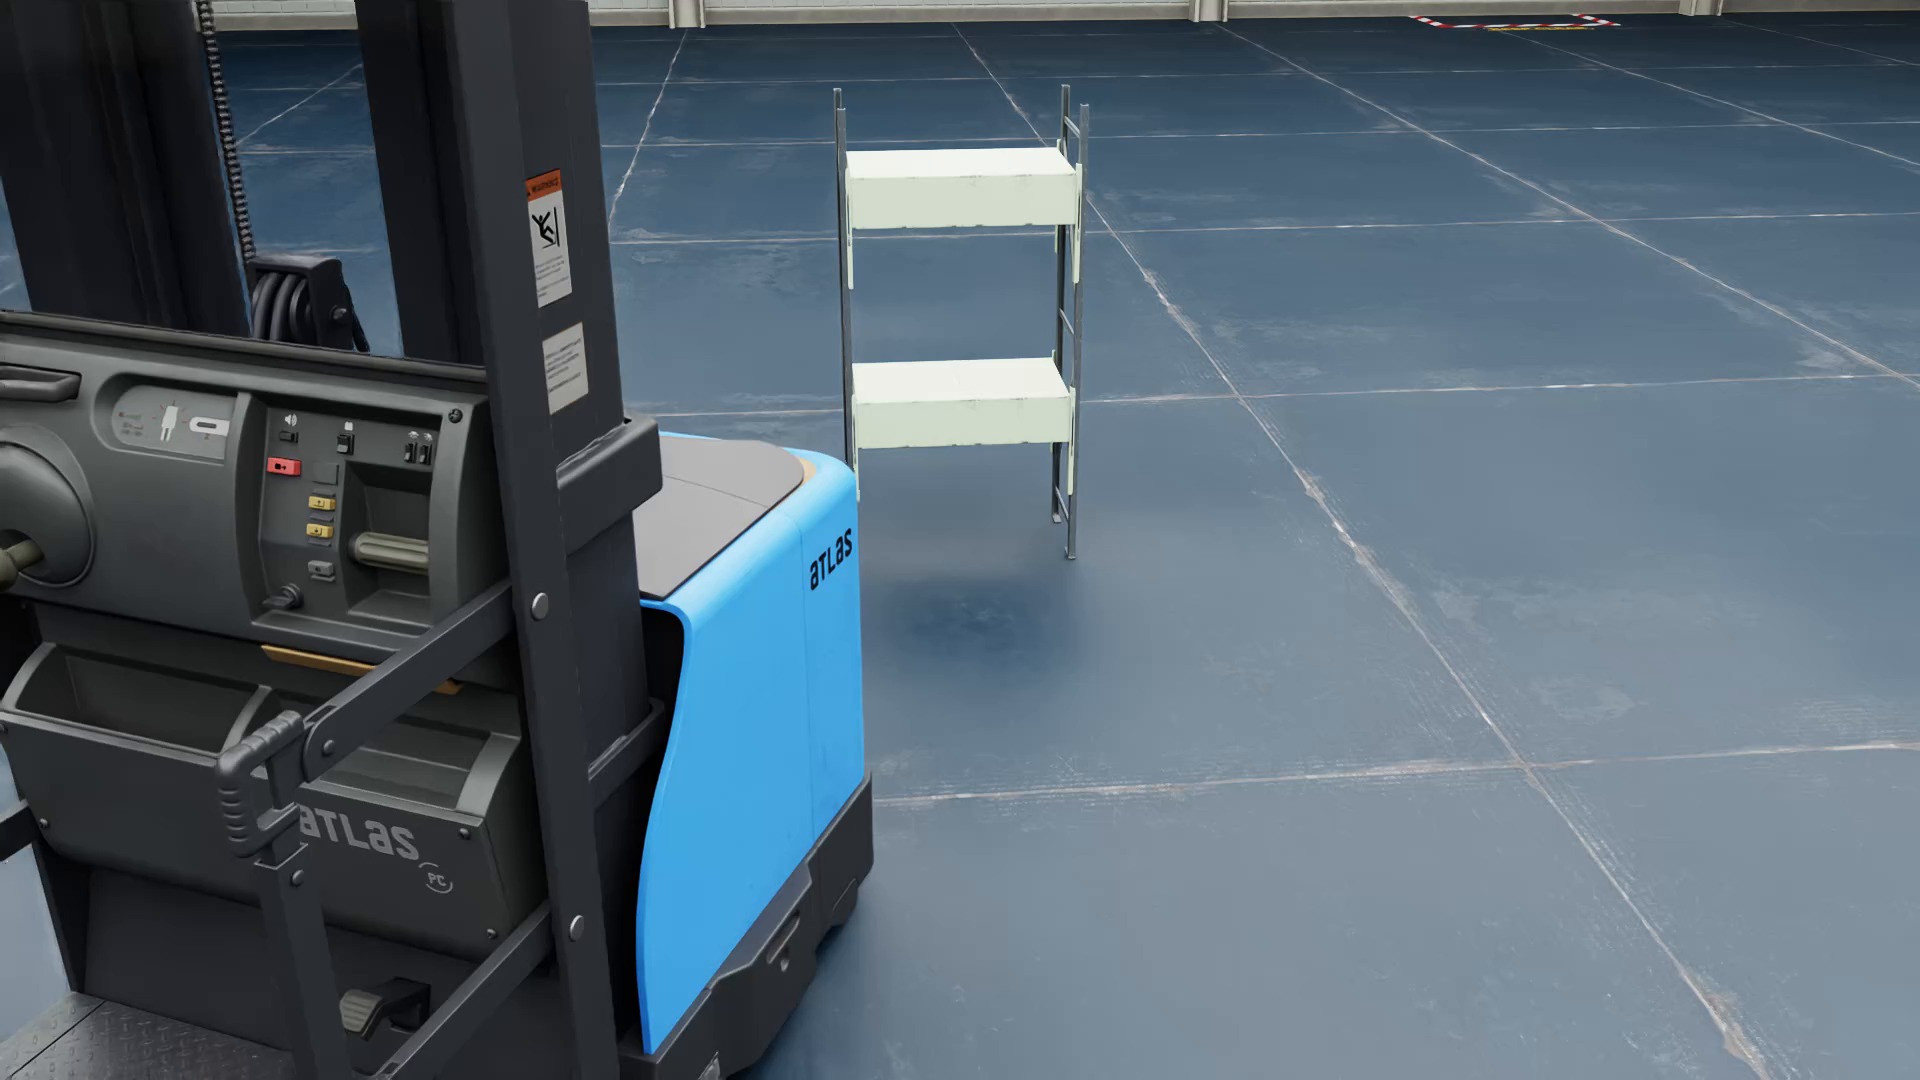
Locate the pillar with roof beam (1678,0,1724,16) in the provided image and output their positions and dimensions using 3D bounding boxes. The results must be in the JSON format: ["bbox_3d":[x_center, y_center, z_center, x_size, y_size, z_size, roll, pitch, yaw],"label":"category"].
[{"bbox_3d":[9.283,-8.676,14.190,0.400,9.000,9.100,-2,24,-5],"label":"pillar with roof beam"}]

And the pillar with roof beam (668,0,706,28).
[{"bbox_3d":[-2.659,-8.197,13.112,0.400,9.000,9.100,-2,24,-5],"label":"pillar with roof beam"}]

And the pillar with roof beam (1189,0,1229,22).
[{"bbox_3d":[3.312,-8.436,13.651,0.400,9.000,9.100,-2,24,-5],"label":"pillar with roof beam"}]

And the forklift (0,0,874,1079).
[{"bbox_3d":[-1.178,-0.042,2.235,1.130,2.935,3.031,8,25,18],"label":"forklift"}]

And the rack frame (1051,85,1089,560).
[{"bbox_3d":[0.358,-0.700,5.478,0.023,1.500,0.400,-2,24,-5],"label":"rack frame"}]

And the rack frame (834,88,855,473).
[{"bbox_3d":[-0.371,-0.670,5.412,0.023,1.500,0.400,-2,24,-5],"label":"rack frame"}]

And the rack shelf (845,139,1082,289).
[{"bbox_3d":[-0.007,-1.042,5.286,0.720,0.370,0.431,-2,24,-5],"label":"rack shelf"}]

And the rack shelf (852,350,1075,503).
[{"bbox_3d":[-0.007,-0.387,5.577,0.720,0.370,0.431,-2,24,-5],"label":"rack shelf"}]

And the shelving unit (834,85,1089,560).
[{"bbox_3d":[-0.007,-0.685,5.445,0.755,1.500,0.431,-2,24,-5],"label":"shelving unit"}]
